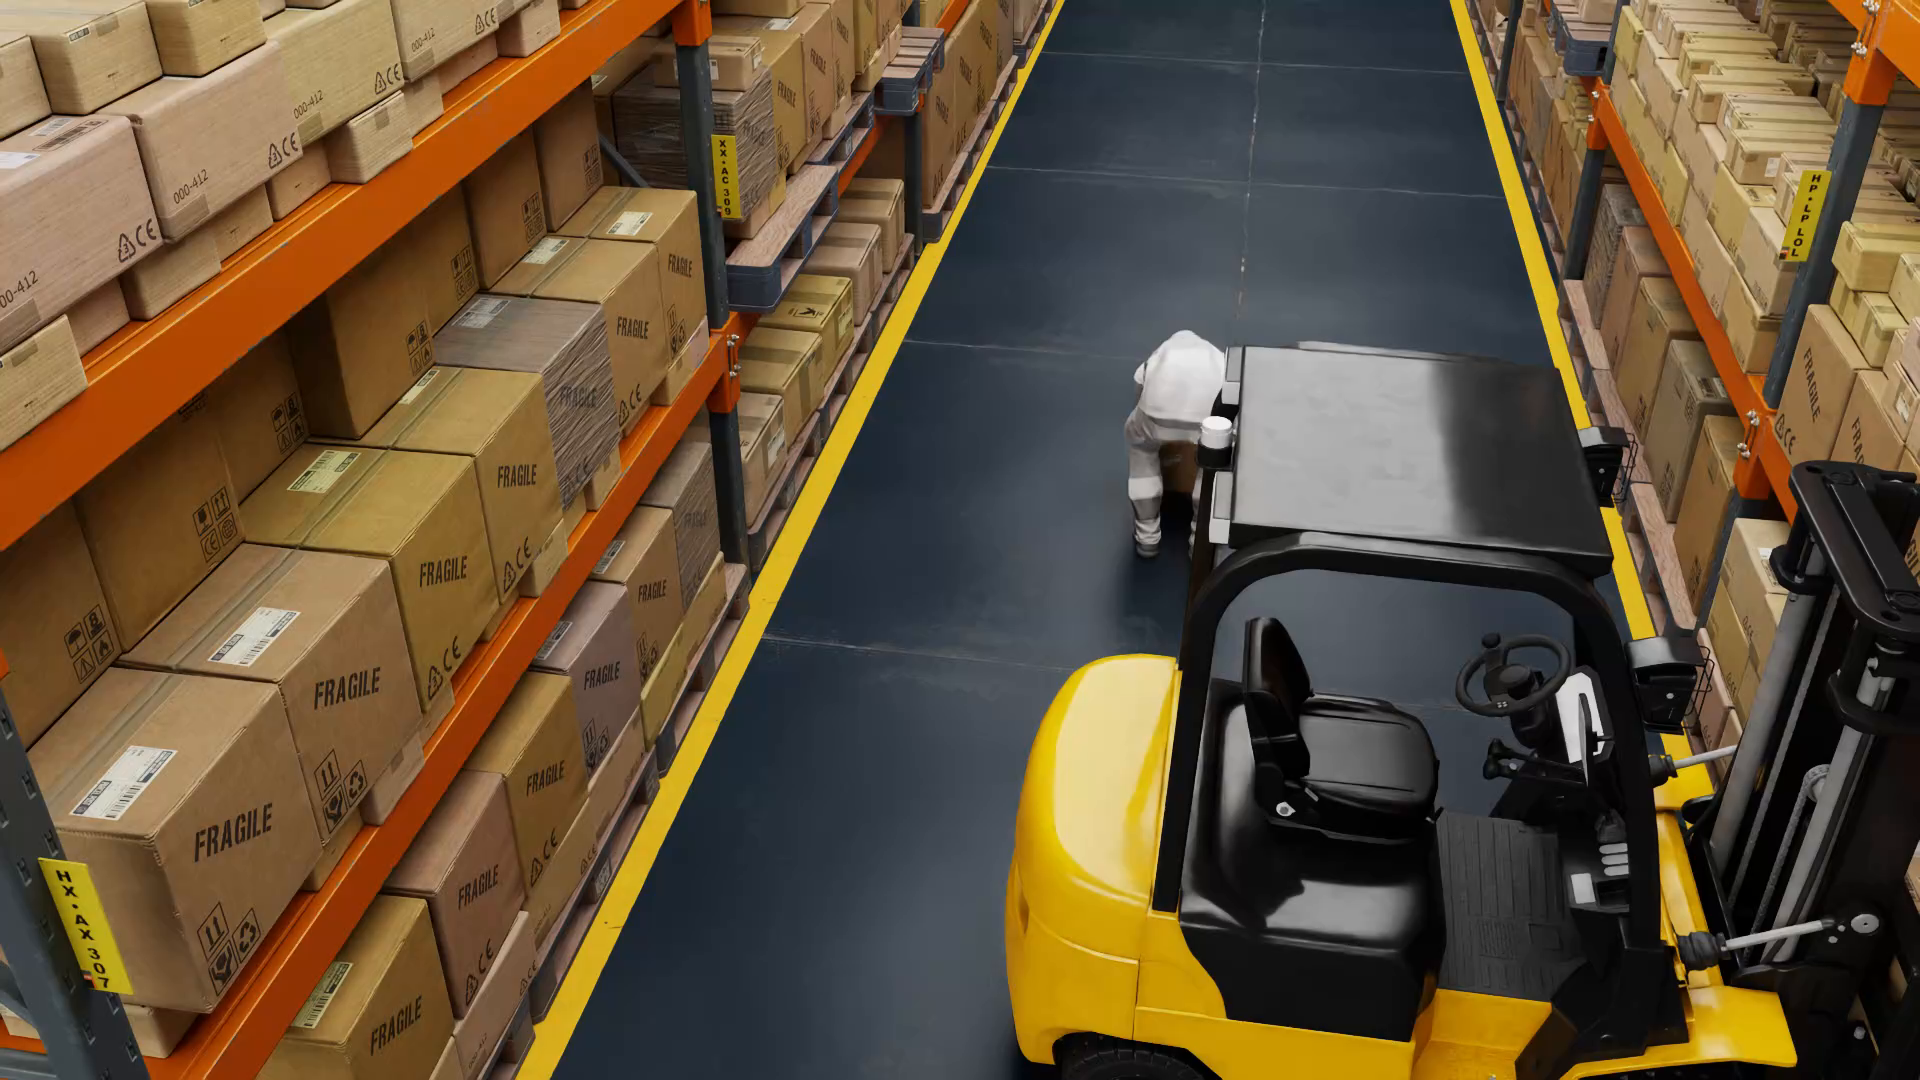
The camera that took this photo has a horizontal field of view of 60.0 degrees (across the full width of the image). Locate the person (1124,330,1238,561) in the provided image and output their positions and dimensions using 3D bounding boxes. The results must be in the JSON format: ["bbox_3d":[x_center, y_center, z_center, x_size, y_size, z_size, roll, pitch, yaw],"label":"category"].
[{"bbox_3d":[1.018,-0.499,7.636,0.527,1.011,0.952,4,32,6],"label":"person"}]
